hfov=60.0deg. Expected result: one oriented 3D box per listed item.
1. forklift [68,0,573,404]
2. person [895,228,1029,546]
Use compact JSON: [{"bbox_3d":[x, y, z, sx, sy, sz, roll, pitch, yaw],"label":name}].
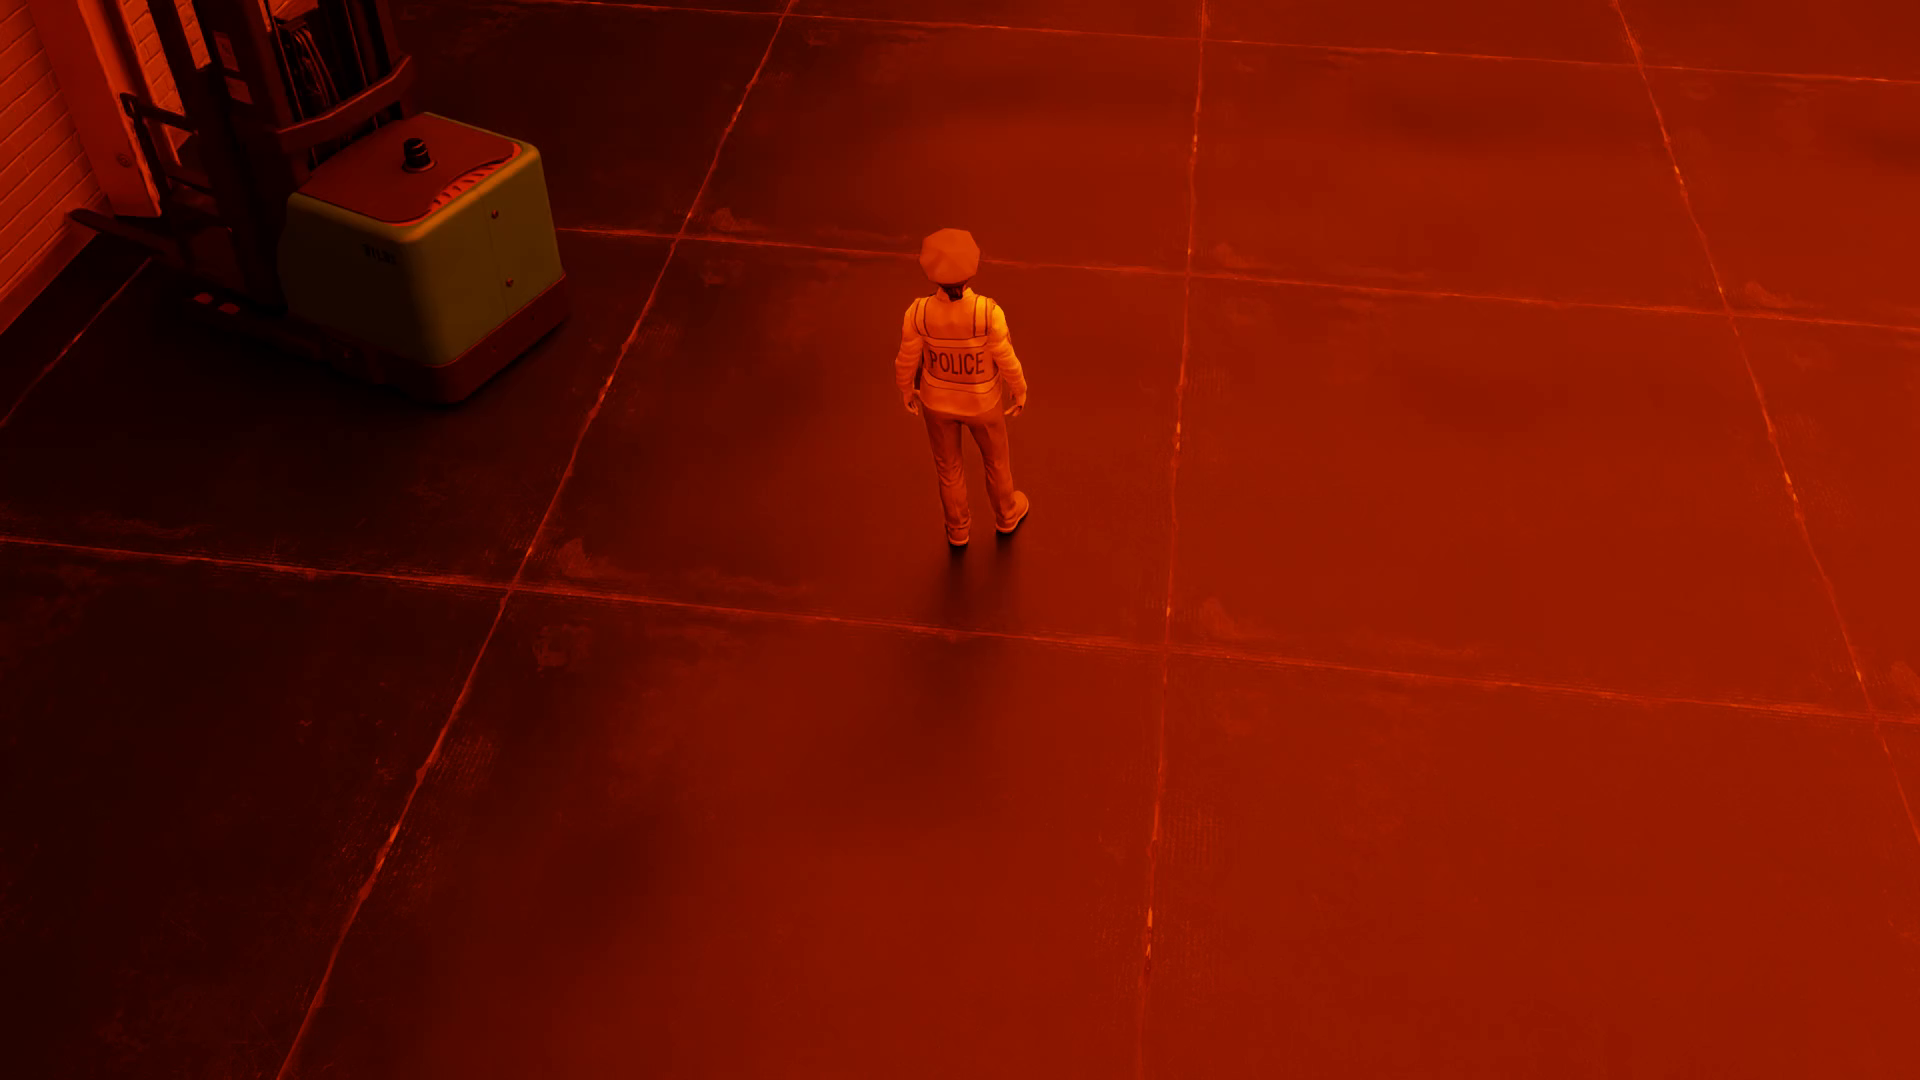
[{"bbox_3d":[-3.676,-2.503,8.449,3.031,2.935,1.130,21,46,21],"label":"forklift"},{"bbox_3d":[0.015,-0.675,7.362,0.587,1.695,0.531,5,43,6],"label":"person"}]
